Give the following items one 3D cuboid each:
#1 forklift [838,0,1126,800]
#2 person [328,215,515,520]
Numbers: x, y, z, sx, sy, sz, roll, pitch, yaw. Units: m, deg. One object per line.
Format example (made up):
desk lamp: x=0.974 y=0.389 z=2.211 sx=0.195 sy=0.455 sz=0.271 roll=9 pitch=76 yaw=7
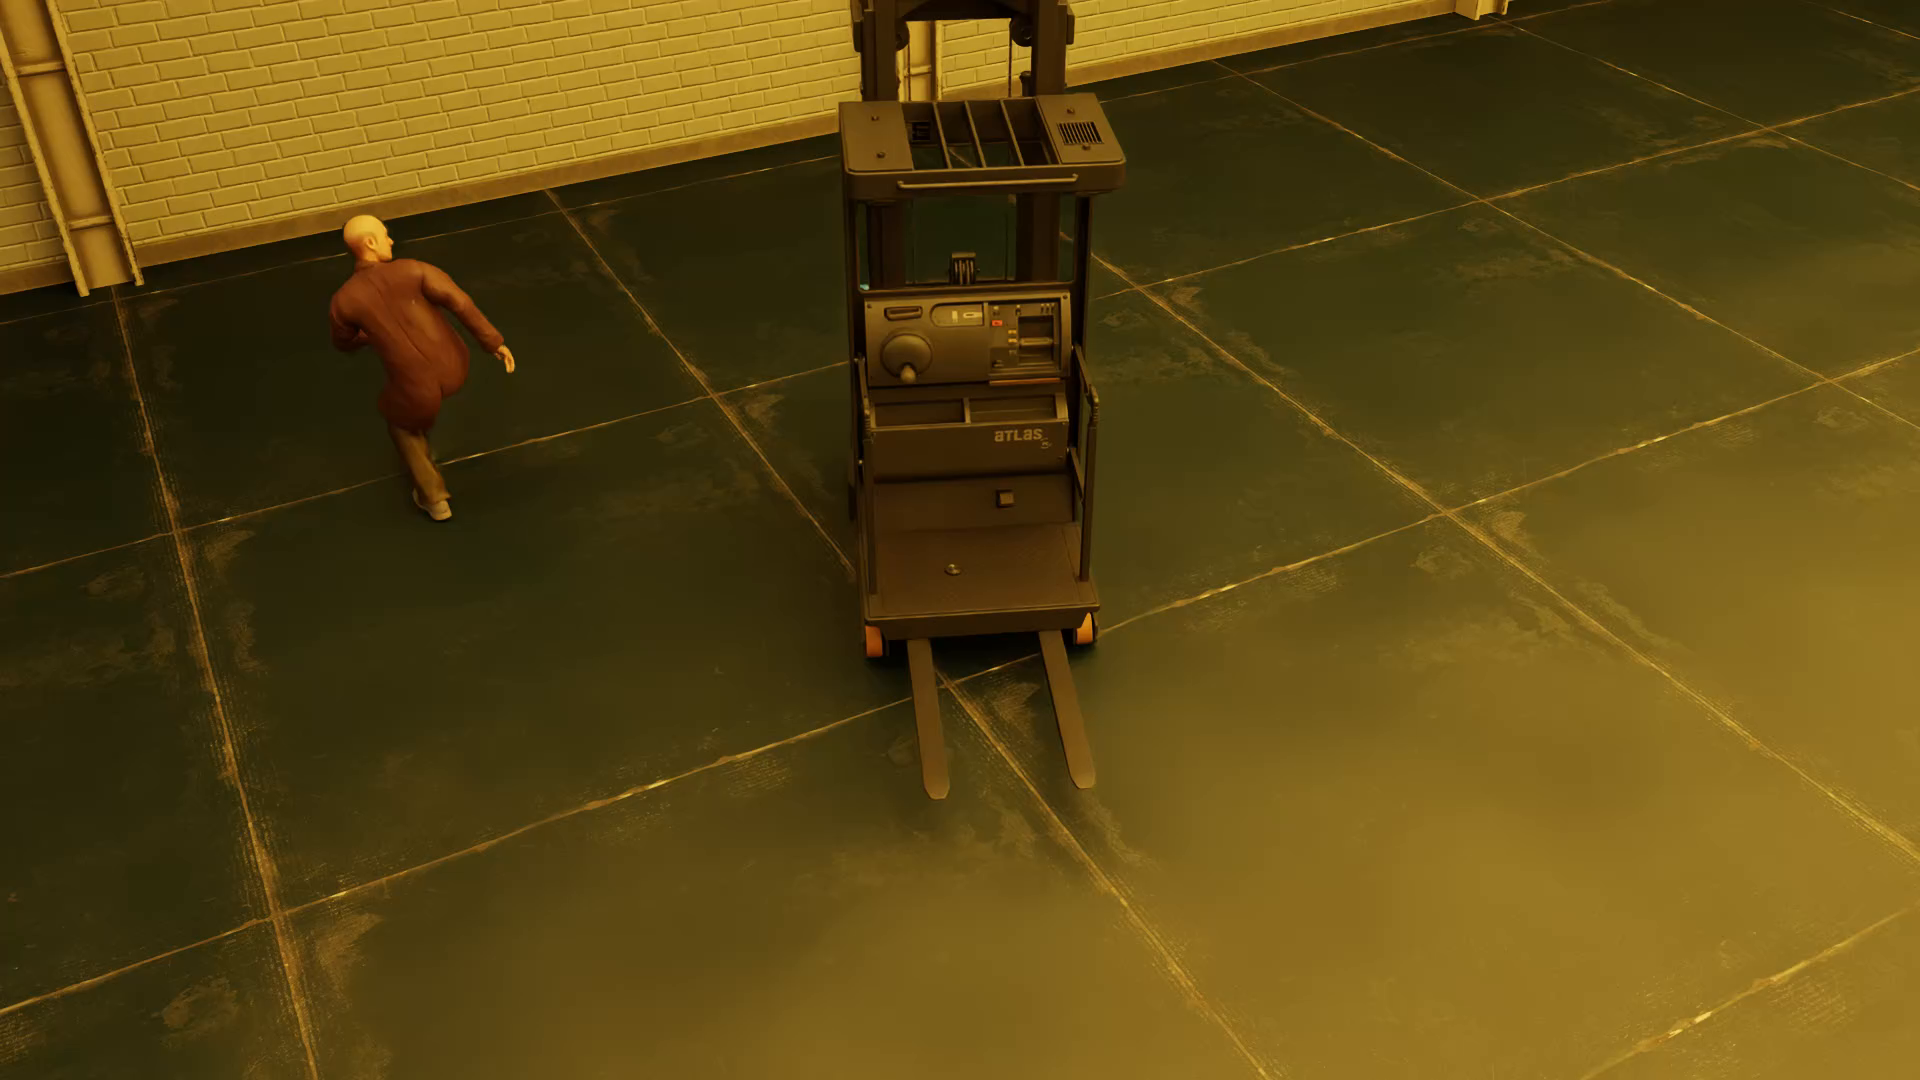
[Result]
forklift: x=0.061 y=-0.846 z=7.320 sx=1.130 sy=2.935 sz=3.031 roll=-3 pitch=35 yaw=-5
person: x=-2.817 y=-0.967 z=8.667 sx=0.804 sy=1.606 sz=0.829 roll=-18 pitch=39 yaw=-23
